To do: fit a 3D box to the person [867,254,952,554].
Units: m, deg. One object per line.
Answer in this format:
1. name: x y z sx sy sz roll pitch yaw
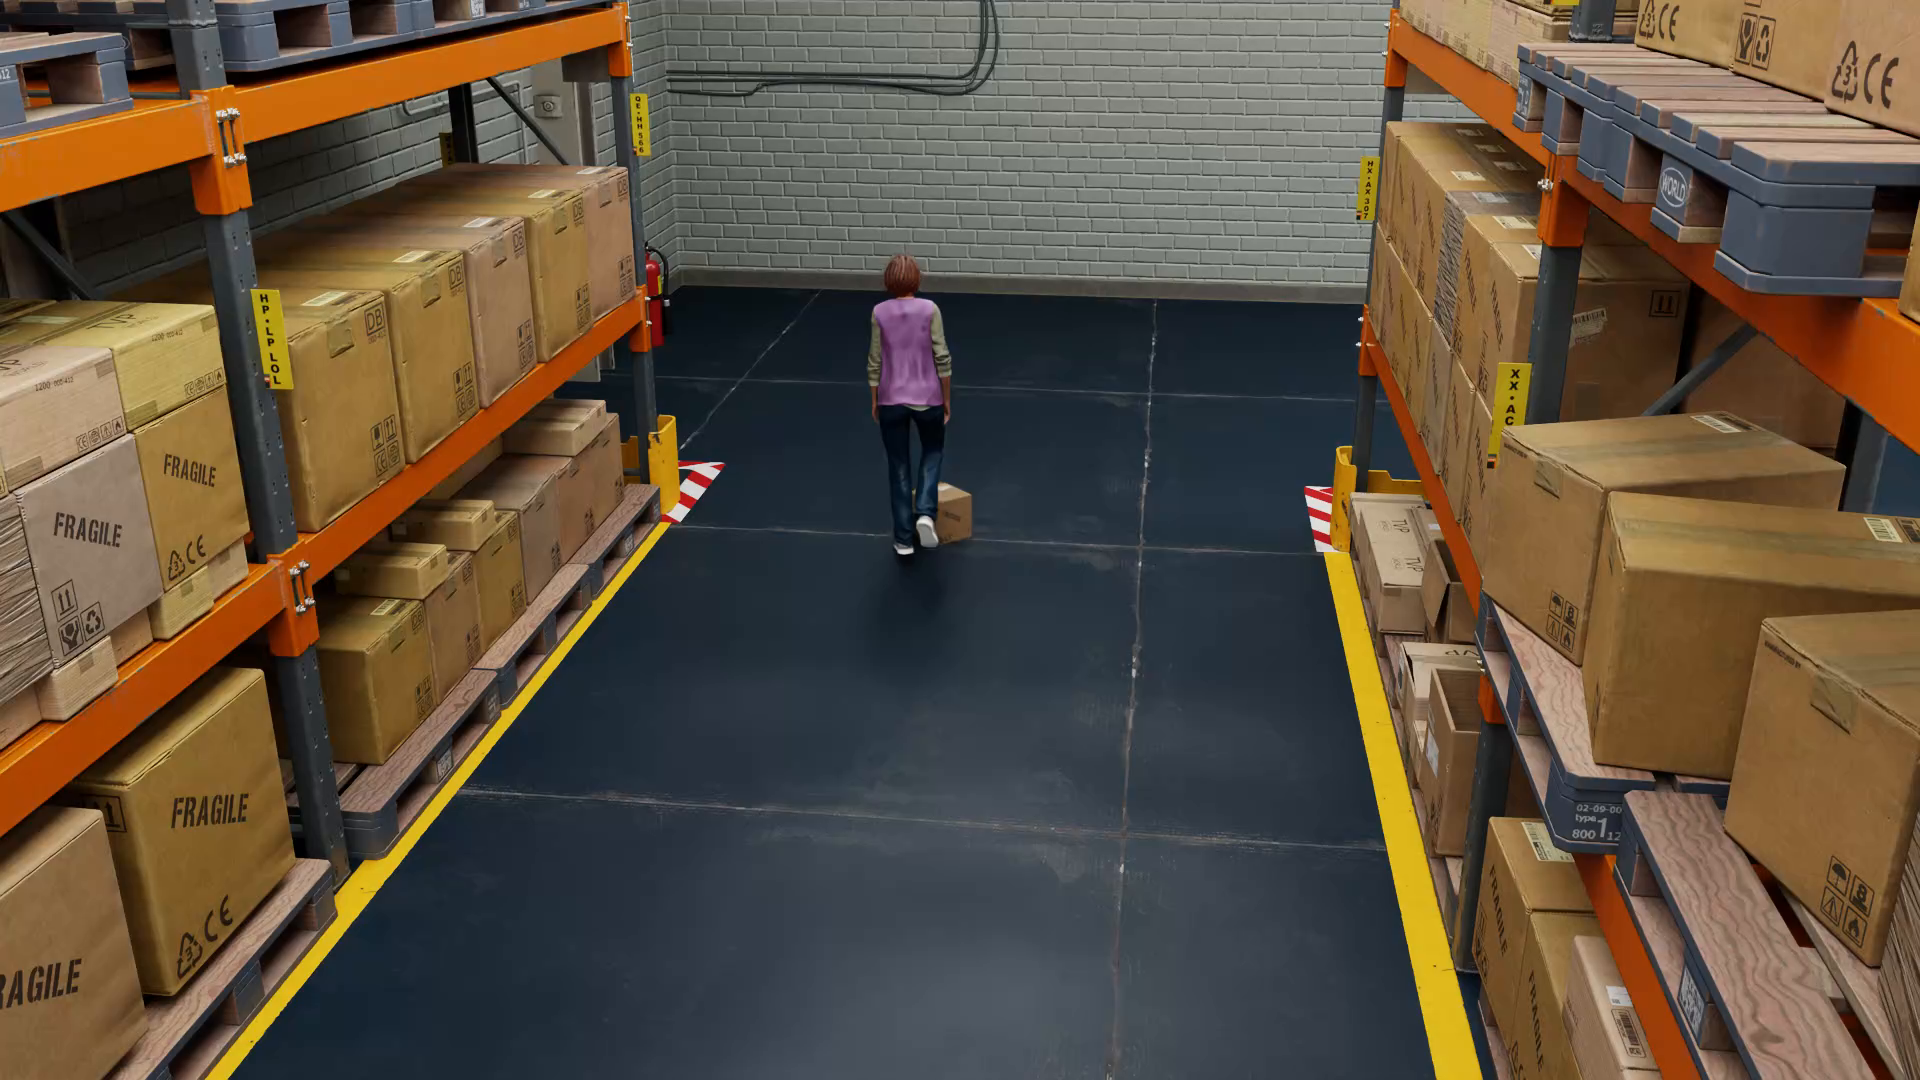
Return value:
1. person: -0.269 -0.704 8.835 0.450 1.583 0.456 0 21 0
